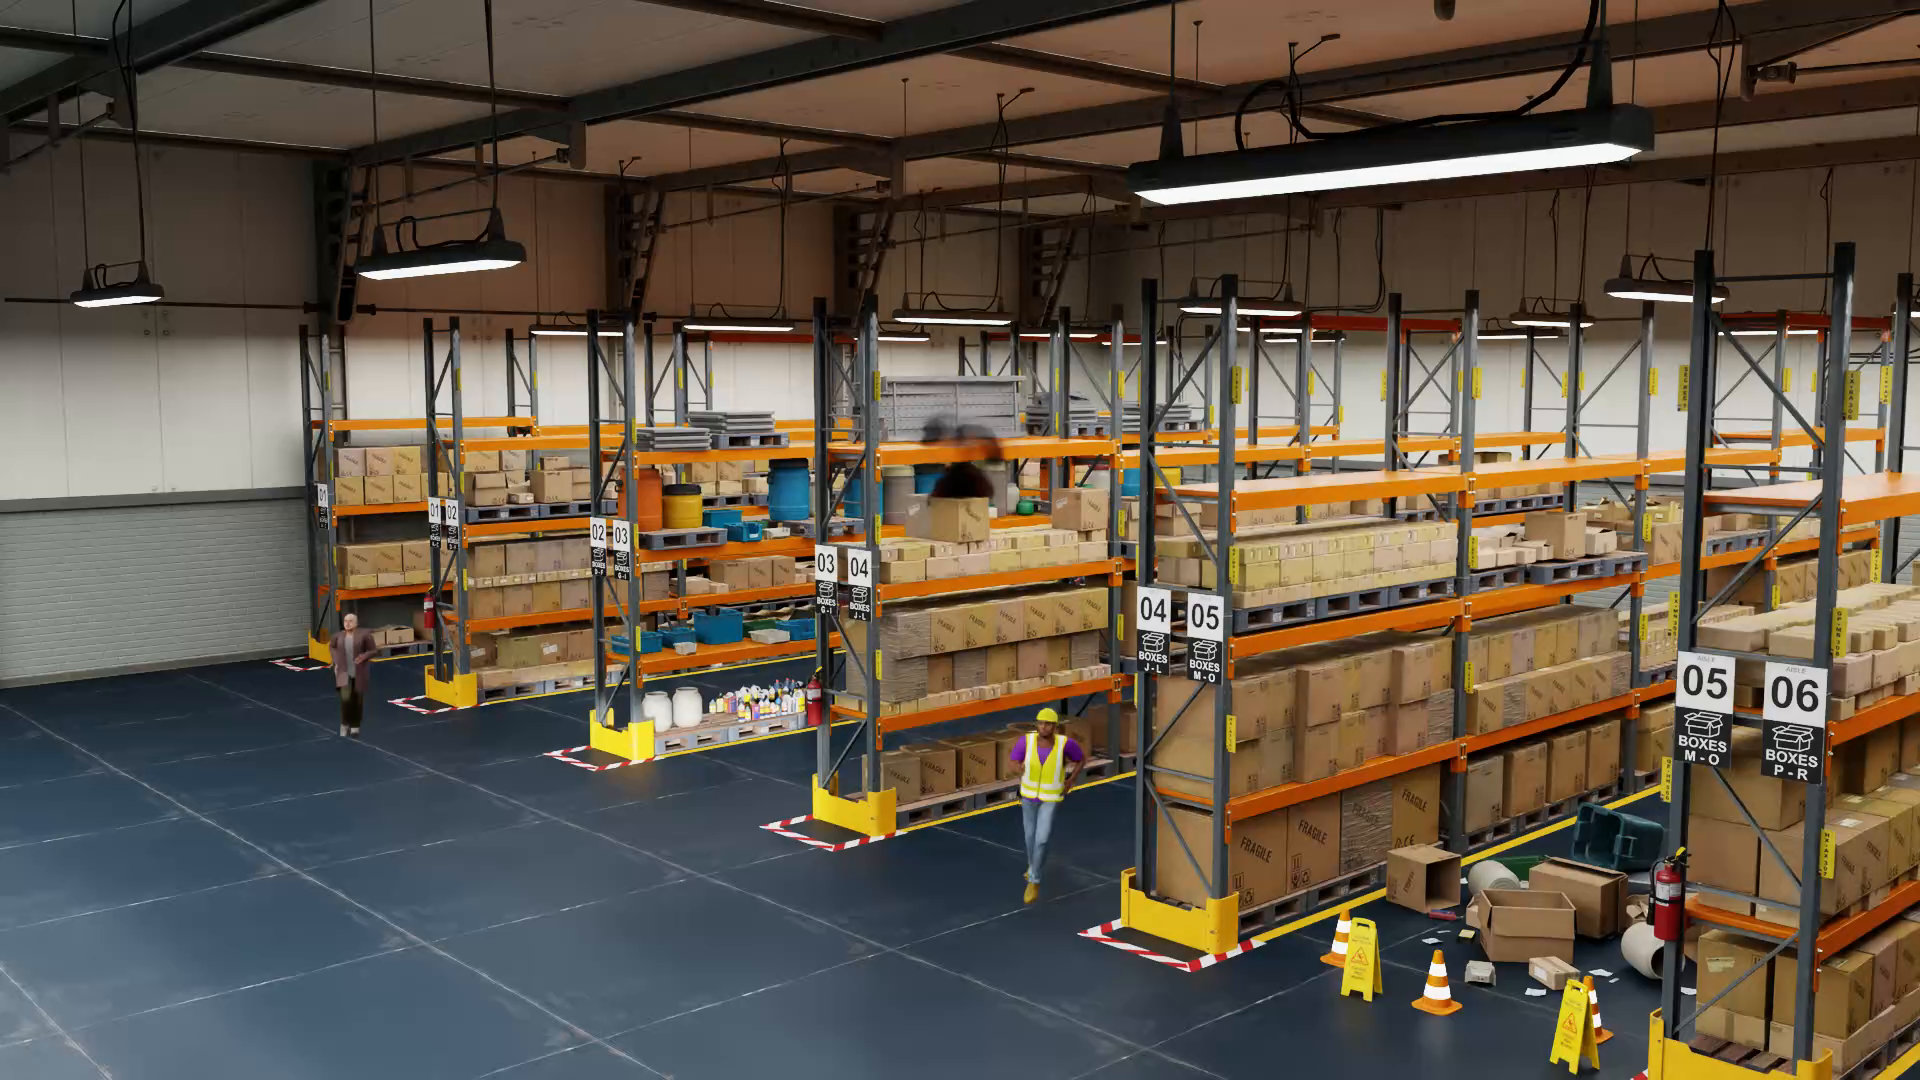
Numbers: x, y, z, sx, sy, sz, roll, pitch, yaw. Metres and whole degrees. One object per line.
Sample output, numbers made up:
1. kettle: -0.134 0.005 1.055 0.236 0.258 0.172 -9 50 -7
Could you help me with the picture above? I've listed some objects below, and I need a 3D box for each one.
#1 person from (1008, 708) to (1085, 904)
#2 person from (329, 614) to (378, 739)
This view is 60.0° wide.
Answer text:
1. person: 0.799 2.486 15.822 0.696 1.829 0.745 2 6 20
2. person: -8.574 1.925 23.486 0.677 1.781 0.735 -1 6 -13
